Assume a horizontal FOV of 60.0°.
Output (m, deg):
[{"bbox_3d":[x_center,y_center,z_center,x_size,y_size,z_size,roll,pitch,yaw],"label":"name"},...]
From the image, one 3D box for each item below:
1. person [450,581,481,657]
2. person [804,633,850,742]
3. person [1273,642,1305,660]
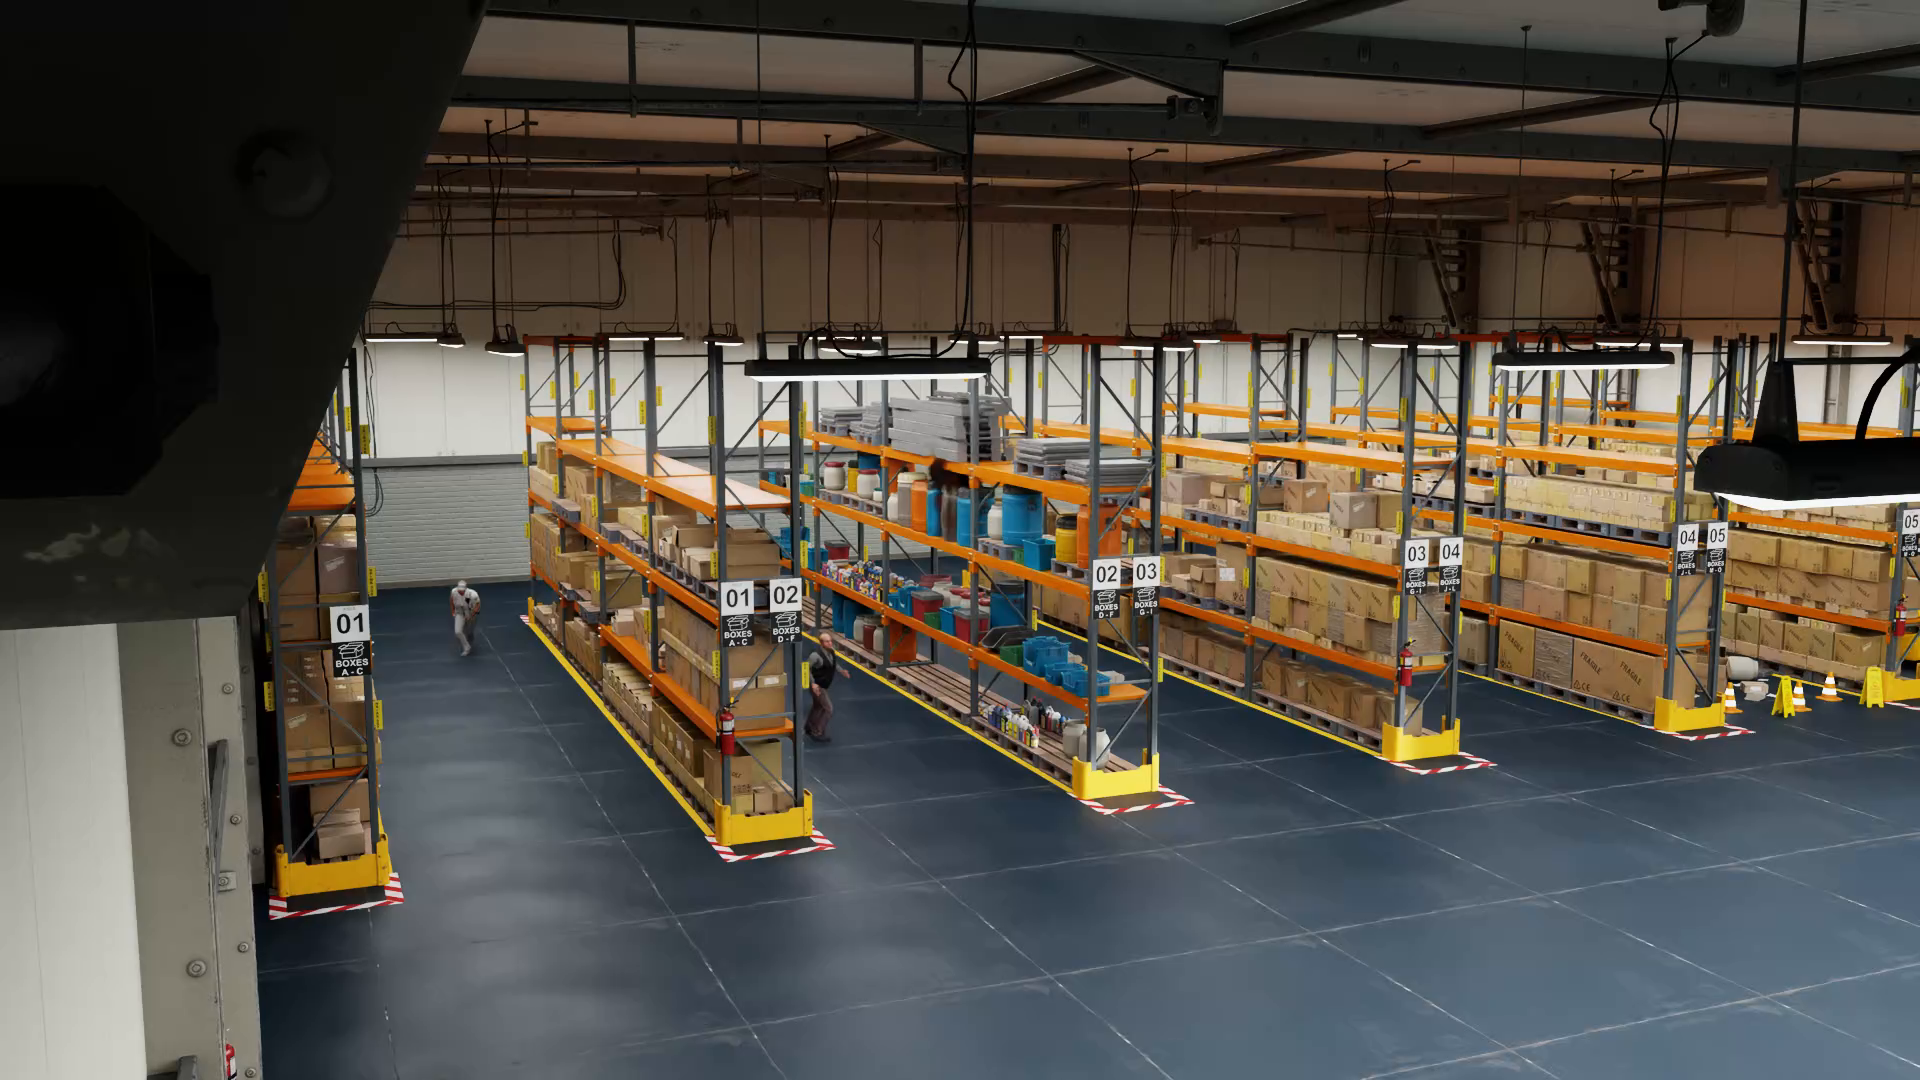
[{"bbox_3d":[-9.332,1.436,31.492,0.600,1.471,1.130,-1,8,-4],"label":"person"},{"bbox_3d":[-2.053,2.204,25.095,0.810,1.665,0.684,2,8,16],"label":"person"},{"bbox_3d":[6.223,1.338,31.249,0.601,1.740,0.844,-4,8,-25],"label":"person"}]
